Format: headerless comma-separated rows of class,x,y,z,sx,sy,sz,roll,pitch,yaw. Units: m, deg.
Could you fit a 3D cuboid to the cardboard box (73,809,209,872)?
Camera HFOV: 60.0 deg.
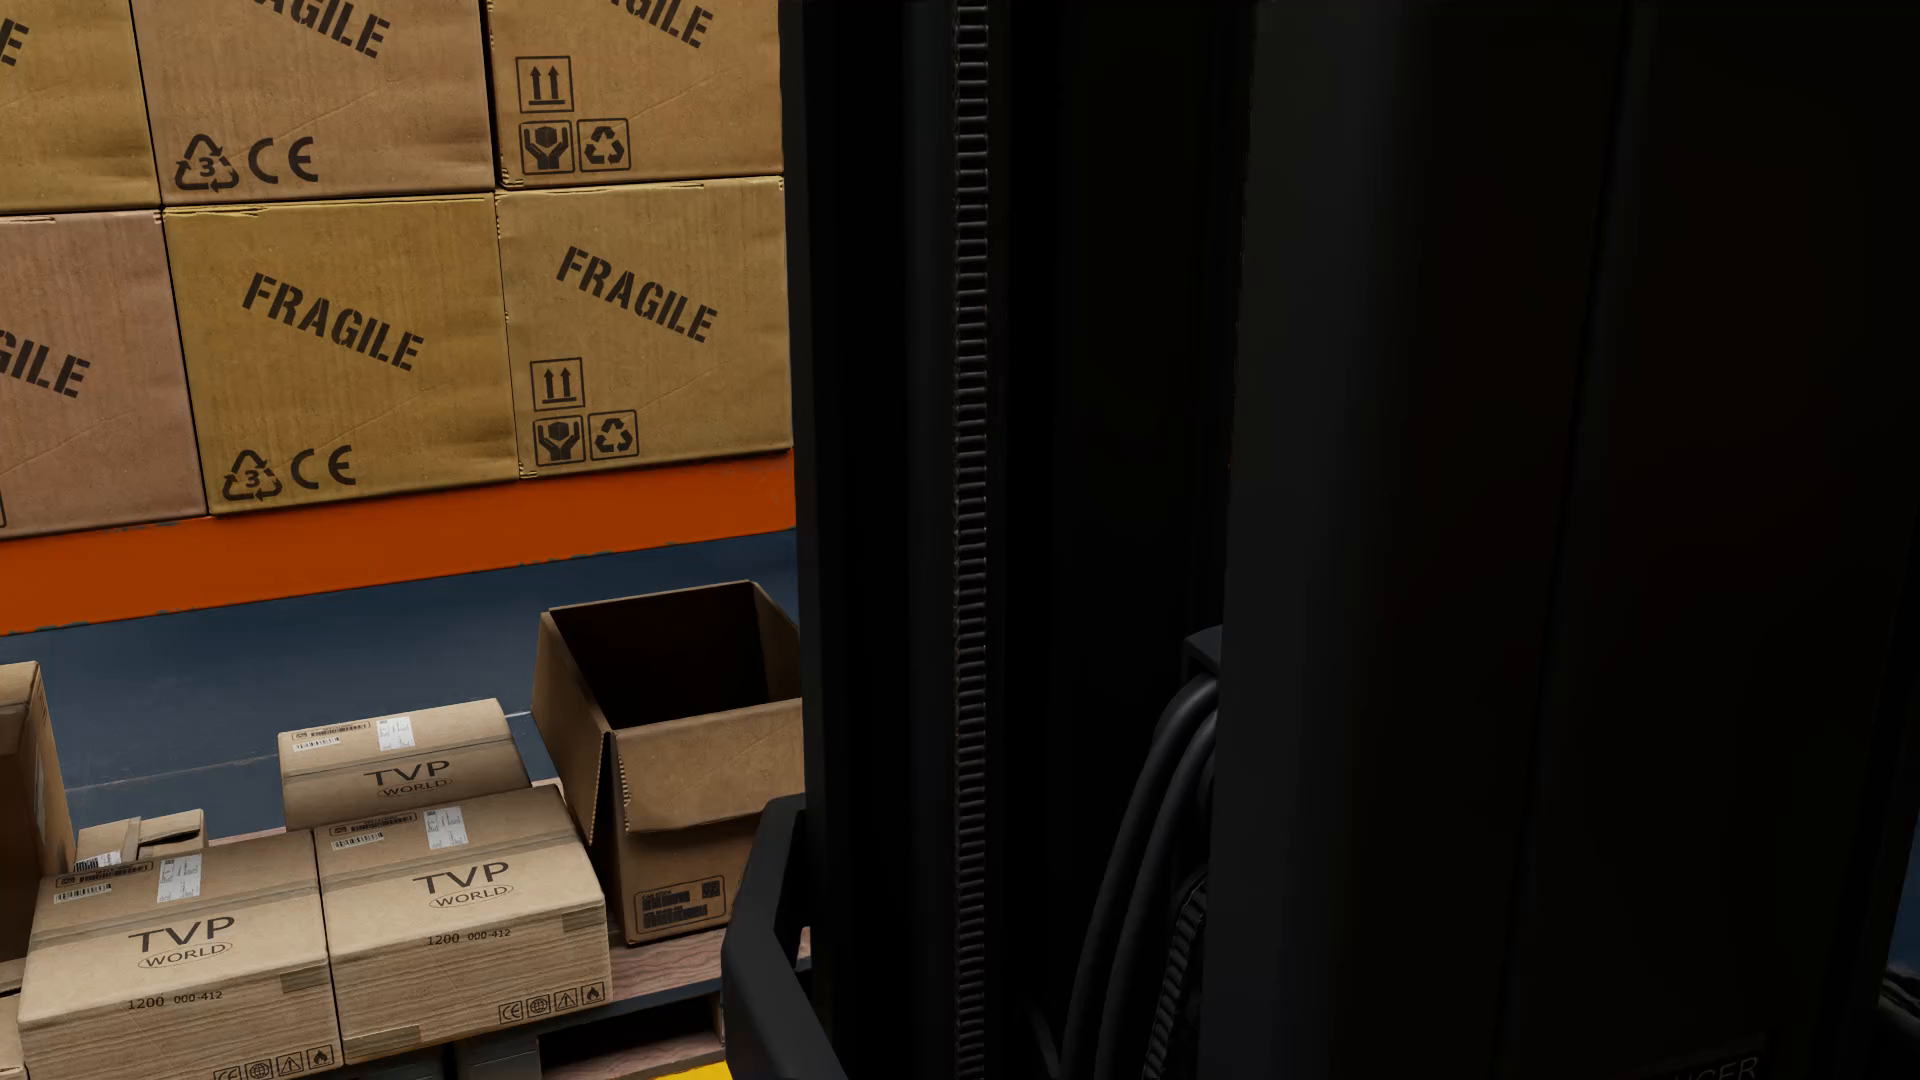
cardboard box,-1.729,0.735,3.520,0.250,0.166,0.380,-8,21,-22

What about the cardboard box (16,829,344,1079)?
cardboard box,-1.467,0.818,3.161,0.500,0.250,0.500,-8,21,-22

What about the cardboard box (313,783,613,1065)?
cardboard box,-1.008,0.752,3.348,0.500,0.250,0.500,-8,21,-22

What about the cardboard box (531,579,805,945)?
cardboard box,-0.588,0.472,3.763,0.637,0.503,0.797,-8,21,-22

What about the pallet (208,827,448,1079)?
pallet,-1.736,0.979,3.423,1.213,0.211,1.003,-8,21,-22

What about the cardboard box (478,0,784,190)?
cardboard box,-0.621,-0.920,2.963,0.500,0.500,0.500,-8,21,-22

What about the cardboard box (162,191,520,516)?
cardboard box,-1.092,-0.381,2.936,0.500,0.500,0.500,-8,21,-22

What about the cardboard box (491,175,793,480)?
cardboard box,-0.633,-0.446,3.122,0.500,0.500,0.500,-8,21,-21

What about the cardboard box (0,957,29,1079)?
cardboard box,-1.788,0.925,2.983,0.250,0.166,0.380,-8,21,-22

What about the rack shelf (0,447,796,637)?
rack shelf,-0.701,-0.145,3.500,4.000,0.370,1.077,-8,21,-22

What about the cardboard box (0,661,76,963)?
cardboard box,-2.136,0.604,3.392,0.500,0.500,0.500,-8,21,-22

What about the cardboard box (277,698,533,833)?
cardboard box,-1.252,0.606,3.762,0.500,0.250,0.500,-8,21,-22

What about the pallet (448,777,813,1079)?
pallet,-0.618,0.820,3.876,1.213,0.211,1.003,-8,21,-22

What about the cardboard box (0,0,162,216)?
cardboard box,-1.549,-0.789,2.590,0.500,0.500,0.500,-8,21,-21

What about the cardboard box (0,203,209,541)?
cardboard box,-1.554,-0.316,2.751,0.500,0.500,0.500,-8,21,-22

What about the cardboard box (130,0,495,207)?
cardboard box,-1.088,-0.853,2.772,0.500,0.500,0.500,-8,21,-21

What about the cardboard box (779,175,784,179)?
cardboard box,-0.166,-0.514,3.314,0.500,0.500,0.500,-8,21,-21
